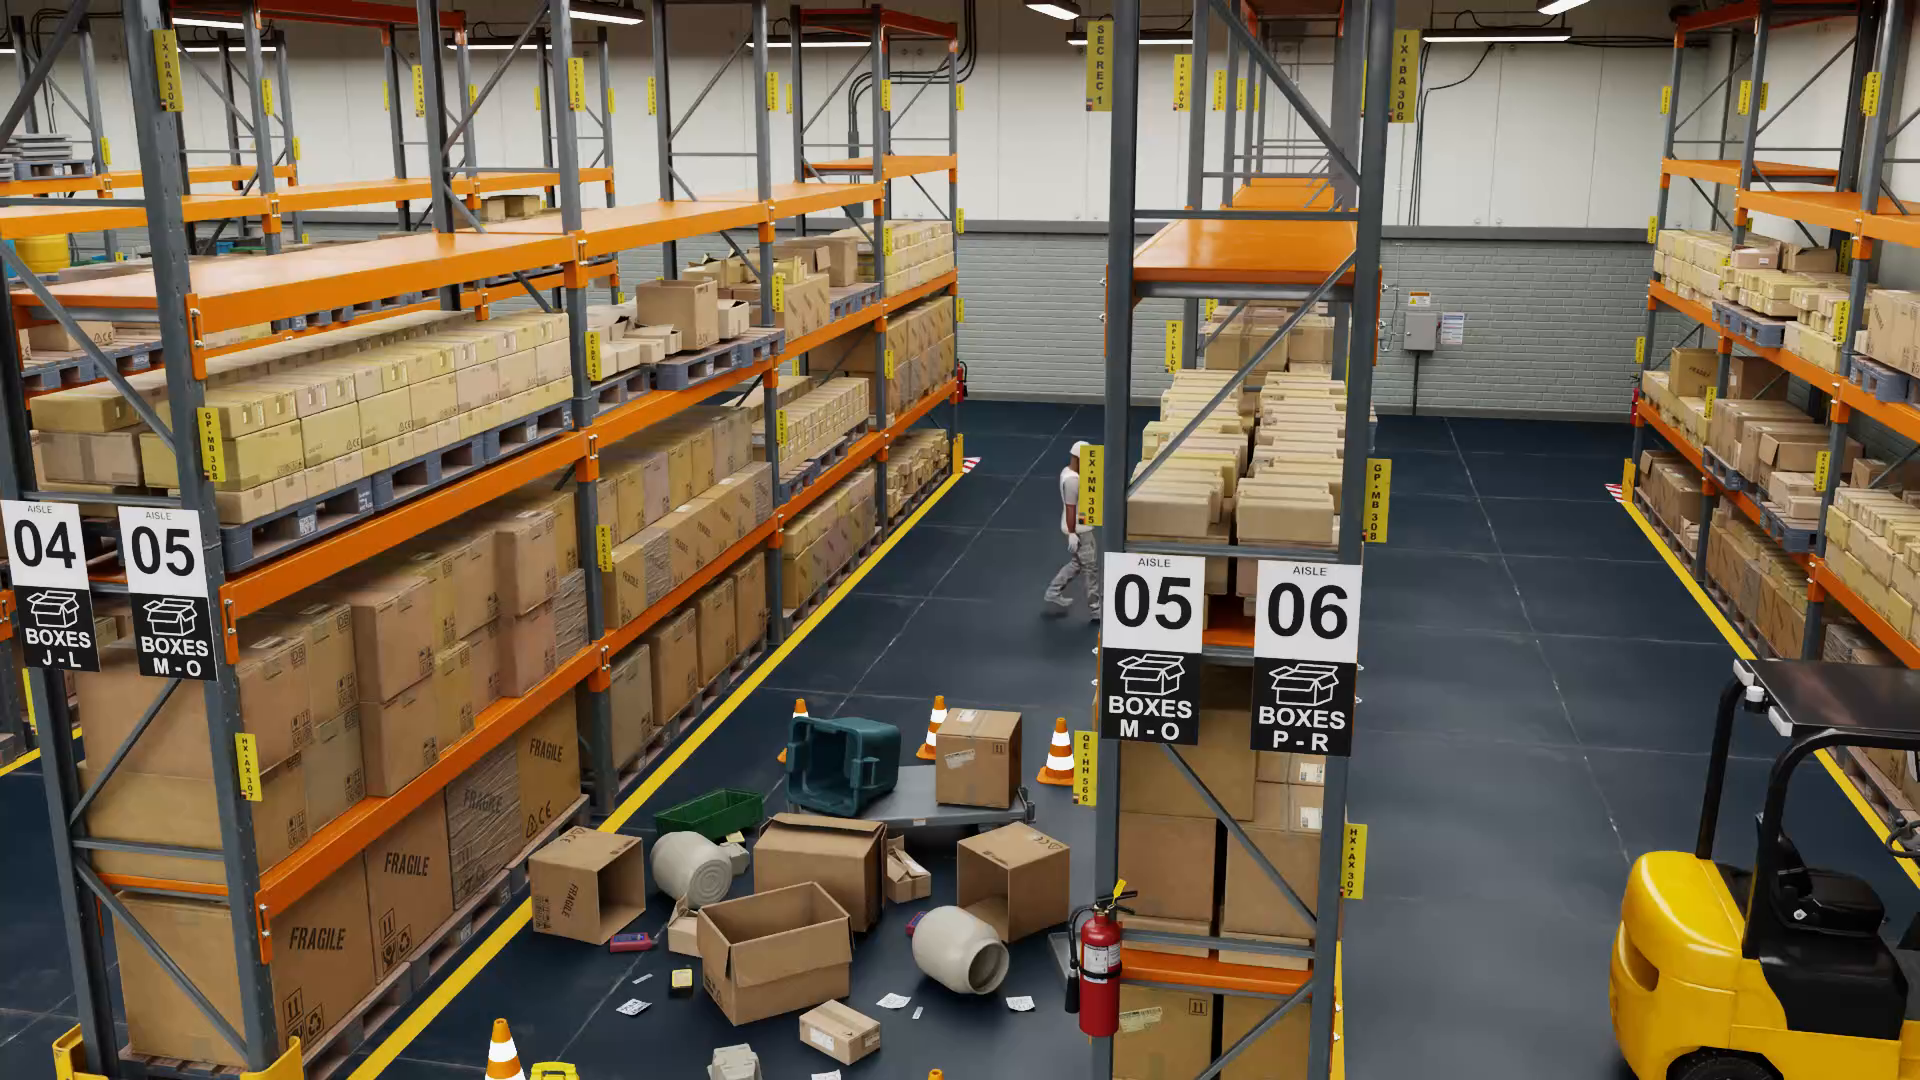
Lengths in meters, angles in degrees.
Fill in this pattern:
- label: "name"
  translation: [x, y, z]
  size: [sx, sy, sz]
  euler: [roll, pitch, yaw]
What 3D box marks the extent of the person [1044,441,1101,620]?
- label: "person"
  translation: [1.219, -0.108, 16.352]
  size: [0.772, 1.766, 0.606]
  euler: [1, 15, 3]
